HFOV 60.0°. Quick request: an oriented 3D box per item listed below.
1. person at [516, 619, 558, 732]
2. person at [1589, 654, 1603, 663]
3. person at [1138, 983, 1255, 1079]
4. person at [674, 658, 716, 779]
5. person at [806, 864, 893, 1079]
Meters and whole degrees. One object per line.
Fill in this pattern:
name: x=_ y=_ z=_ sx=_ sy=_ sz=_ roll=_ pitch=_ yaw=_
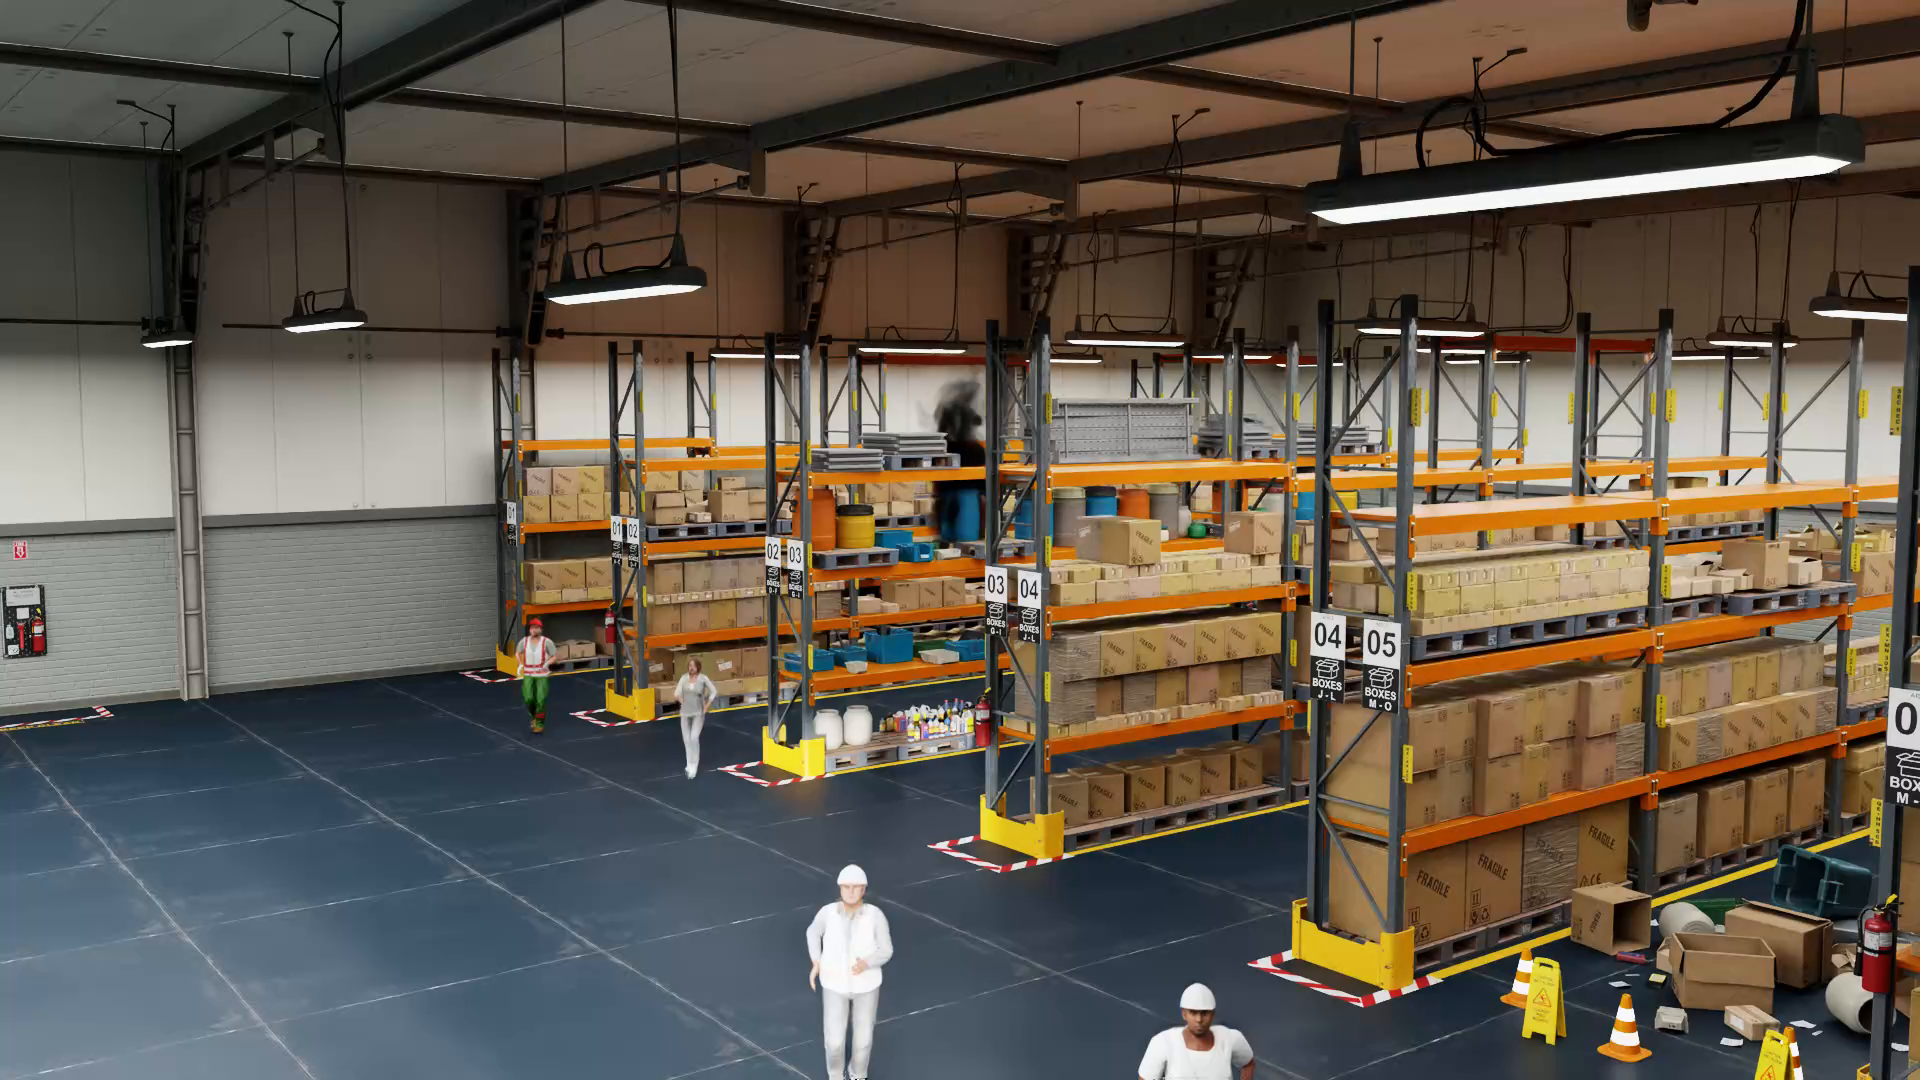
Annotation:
person: x=-6.460 y=2.076 z=25.255 sx=0.665 sy=1.749 sz=0.565 roll=0 pitch=5 yaw=-3
person: x=8.563 y=2.356 z=22.486 sx=0.855 sy=1.669 sz=0.562 roll=-5 pitch=7 yaw=-44
person: x=1.370 y=3.433 z=9.623 sx=0.700 sy=1.762 sz=0.957 roll=0 pitch=5 yaw=4
person: x=-3.606 y=2.396 z=22.471 sx=0.543 sy=1.617 sz=0.595 roll=1 pitch=5 yaw=10
person: x=-0.801 y=3.227 z=12.031 sx=0.634 sy=1.742 sz=0.663 roll=0 pitch=5 yaw=-3
